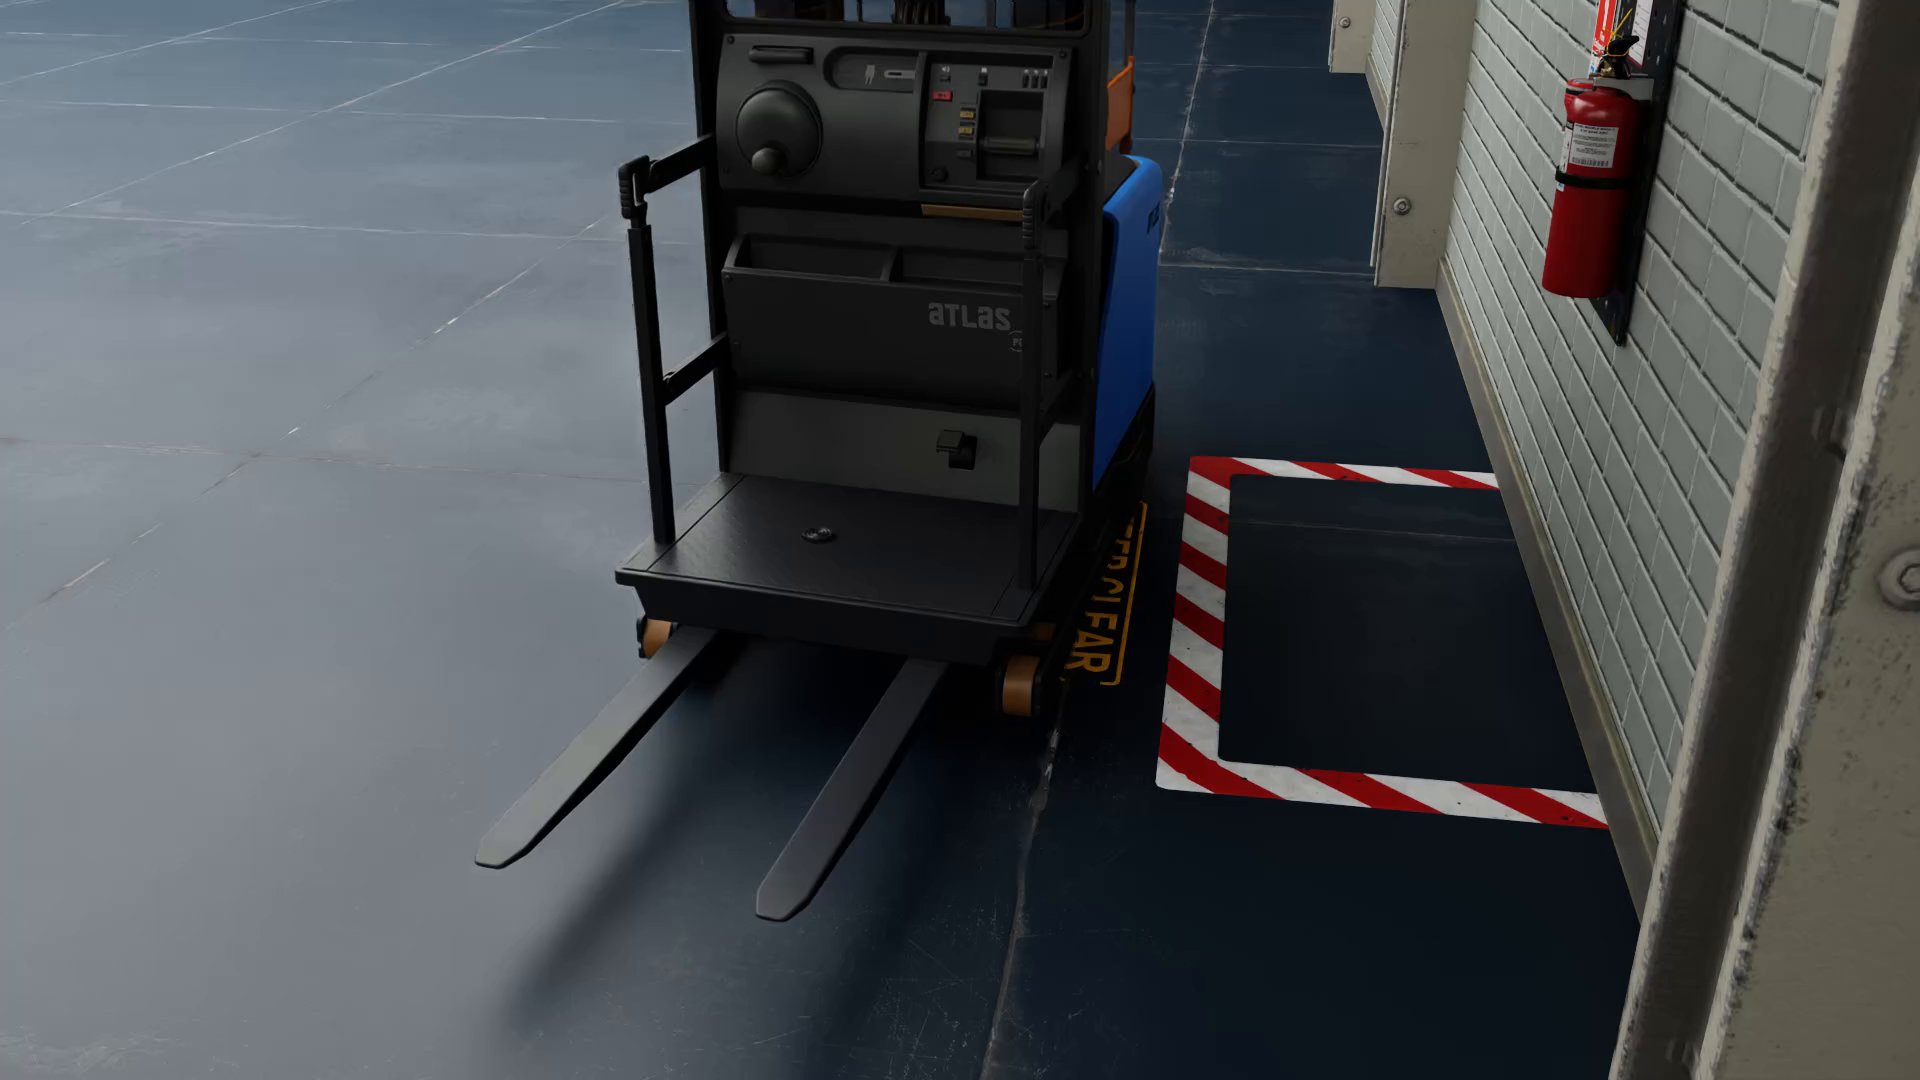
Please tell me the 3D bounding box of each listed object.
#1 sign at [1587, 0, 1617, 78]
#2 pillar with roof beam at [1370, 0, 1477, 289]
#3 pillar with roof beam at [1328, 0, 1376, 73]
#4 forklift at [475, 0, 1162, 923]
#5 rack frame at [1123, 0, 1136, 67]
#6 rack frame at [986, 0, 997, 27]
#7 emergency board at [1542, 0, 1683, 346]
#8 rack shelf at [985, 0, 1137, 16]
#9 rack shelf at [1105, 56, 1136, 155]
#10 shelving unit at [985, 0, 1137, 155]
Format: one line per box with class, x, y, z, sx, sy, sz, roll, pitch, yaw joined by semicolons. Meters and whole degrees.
sign;1.783;-1.382;4.623;0.001;0.329;0.234;4;25;9
pillar with roof beam;-2.117;-5.636;6.676;9.100;9.000;0.400;4;25;9
pillar with roof beam;-1.137;-8.145;12.037;9.100;9.000;0.400;4;25;9
forklift;-0.235;-1.055;4.046;1.130;2.935;3.031;7;26;15
rack frame;0.413;-1.492;5.960;0.400;2.100;0.015;7;26;15
rack frame;0.278;-1.293;5.536;0.400;2.100;0.015;7;26;15
emergency board;1.591;-1.142;4.152;0.194;1.169;0.643;4;25;9
rack shelf;0.346;-2.014;5.457;0.431;0.518;0.480;7;26;15
rack shelf;0.346;-1.380;5.754;0.431;0.518;0.480;7;26;15
shelving unit;0.346;-1.392;5.748;0.431;2.100;0.503;7;26;15
